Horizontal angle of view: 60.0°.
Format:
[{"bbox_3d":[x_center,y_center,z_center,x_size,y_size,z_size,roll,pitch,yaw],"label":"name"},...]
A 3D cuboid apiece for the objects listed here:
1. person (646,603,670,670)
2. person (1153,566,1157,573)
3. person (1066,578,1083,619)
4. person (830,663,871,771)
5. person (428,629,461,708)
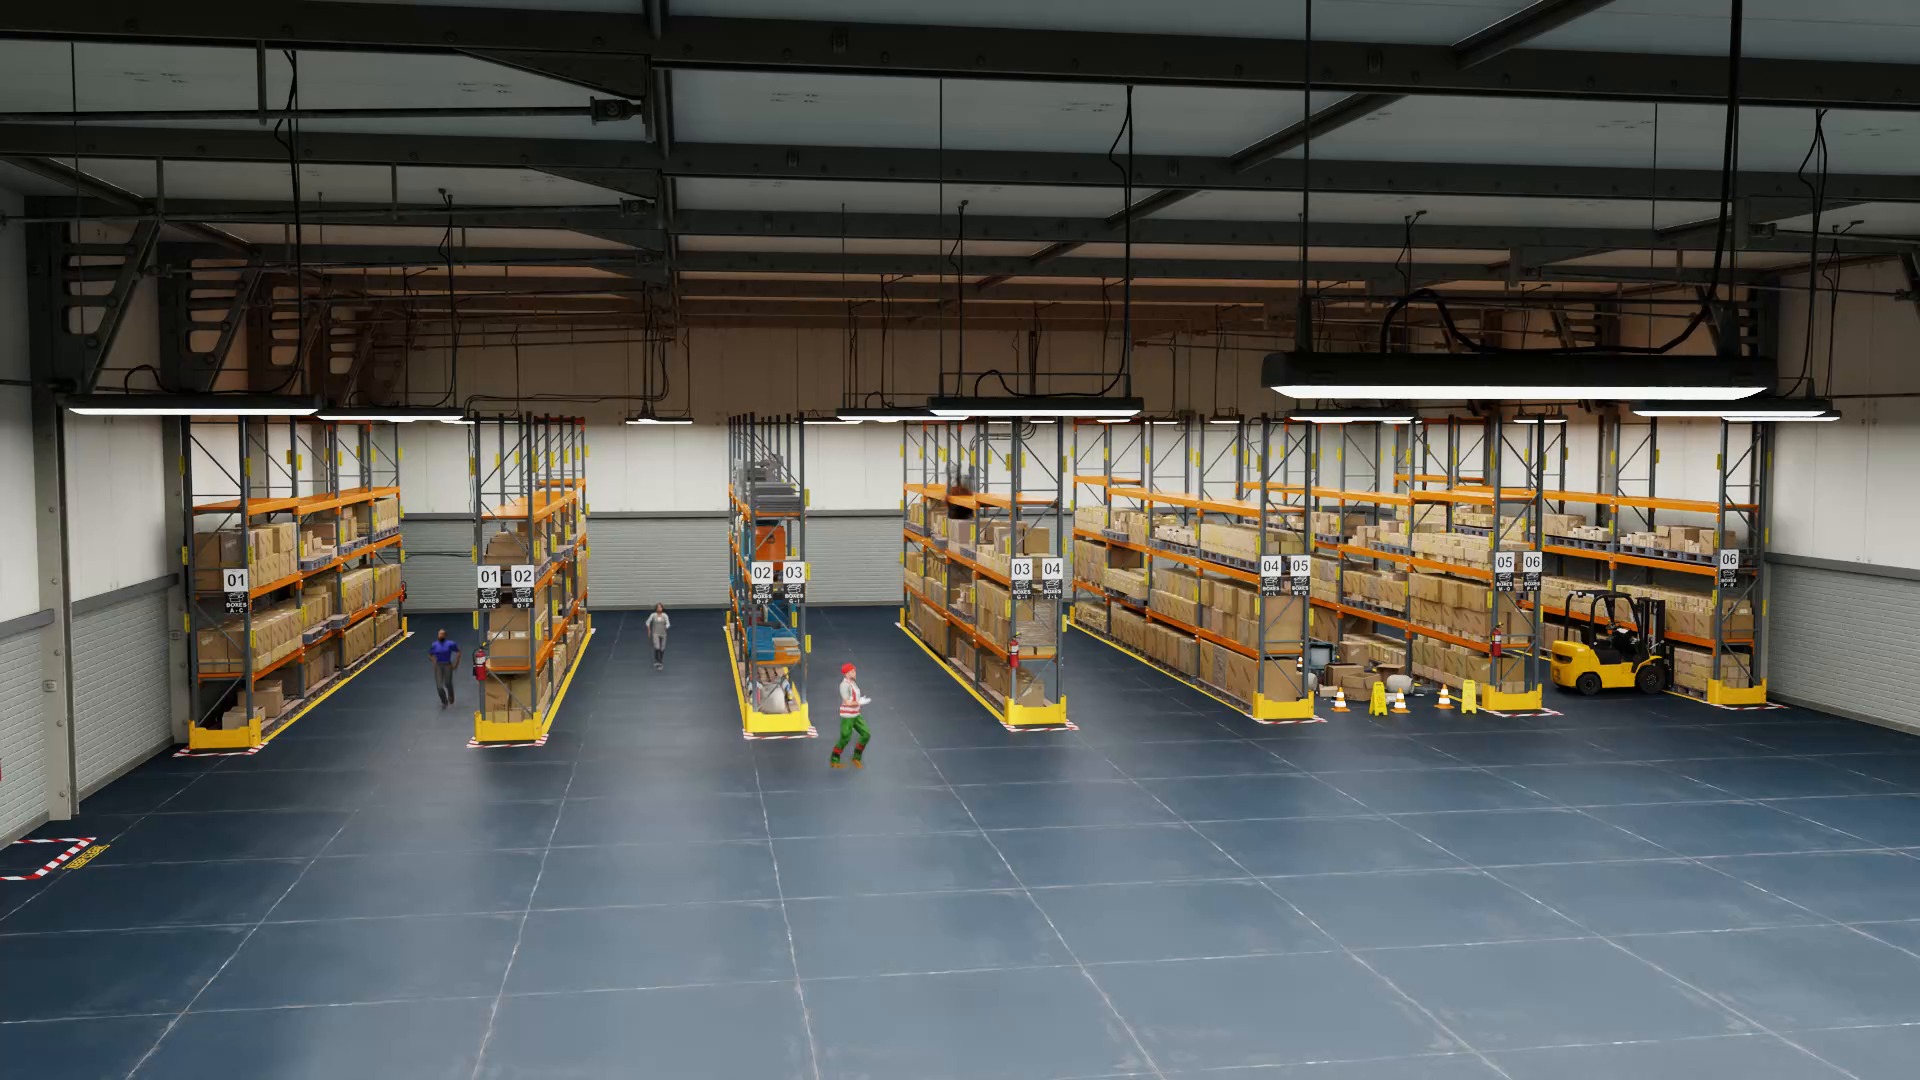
[{"bbox_3d":[-7.069,2.312,39.052,0.514,1.479,0.645,-1,4,-21],"label":"person"},{"bbox_3d":[5.574,1.607,47.681,0.692,1.742,0.656,-1,4,-15],"label":"person"},{"bbox_3d":[3.561,1.530,49.767,0.827,1.649,0.573,-1,4,-19],"label":"person"},{"bbox_3d":[-1.801,2.953,27.605,0.743,1.824,0.640,1,4,19],"label":"person"},{"bbox_3d":[-10.477,2.620,33.717,0.624,1.624,0.530,-1,4,-7],"label":"person"}]
